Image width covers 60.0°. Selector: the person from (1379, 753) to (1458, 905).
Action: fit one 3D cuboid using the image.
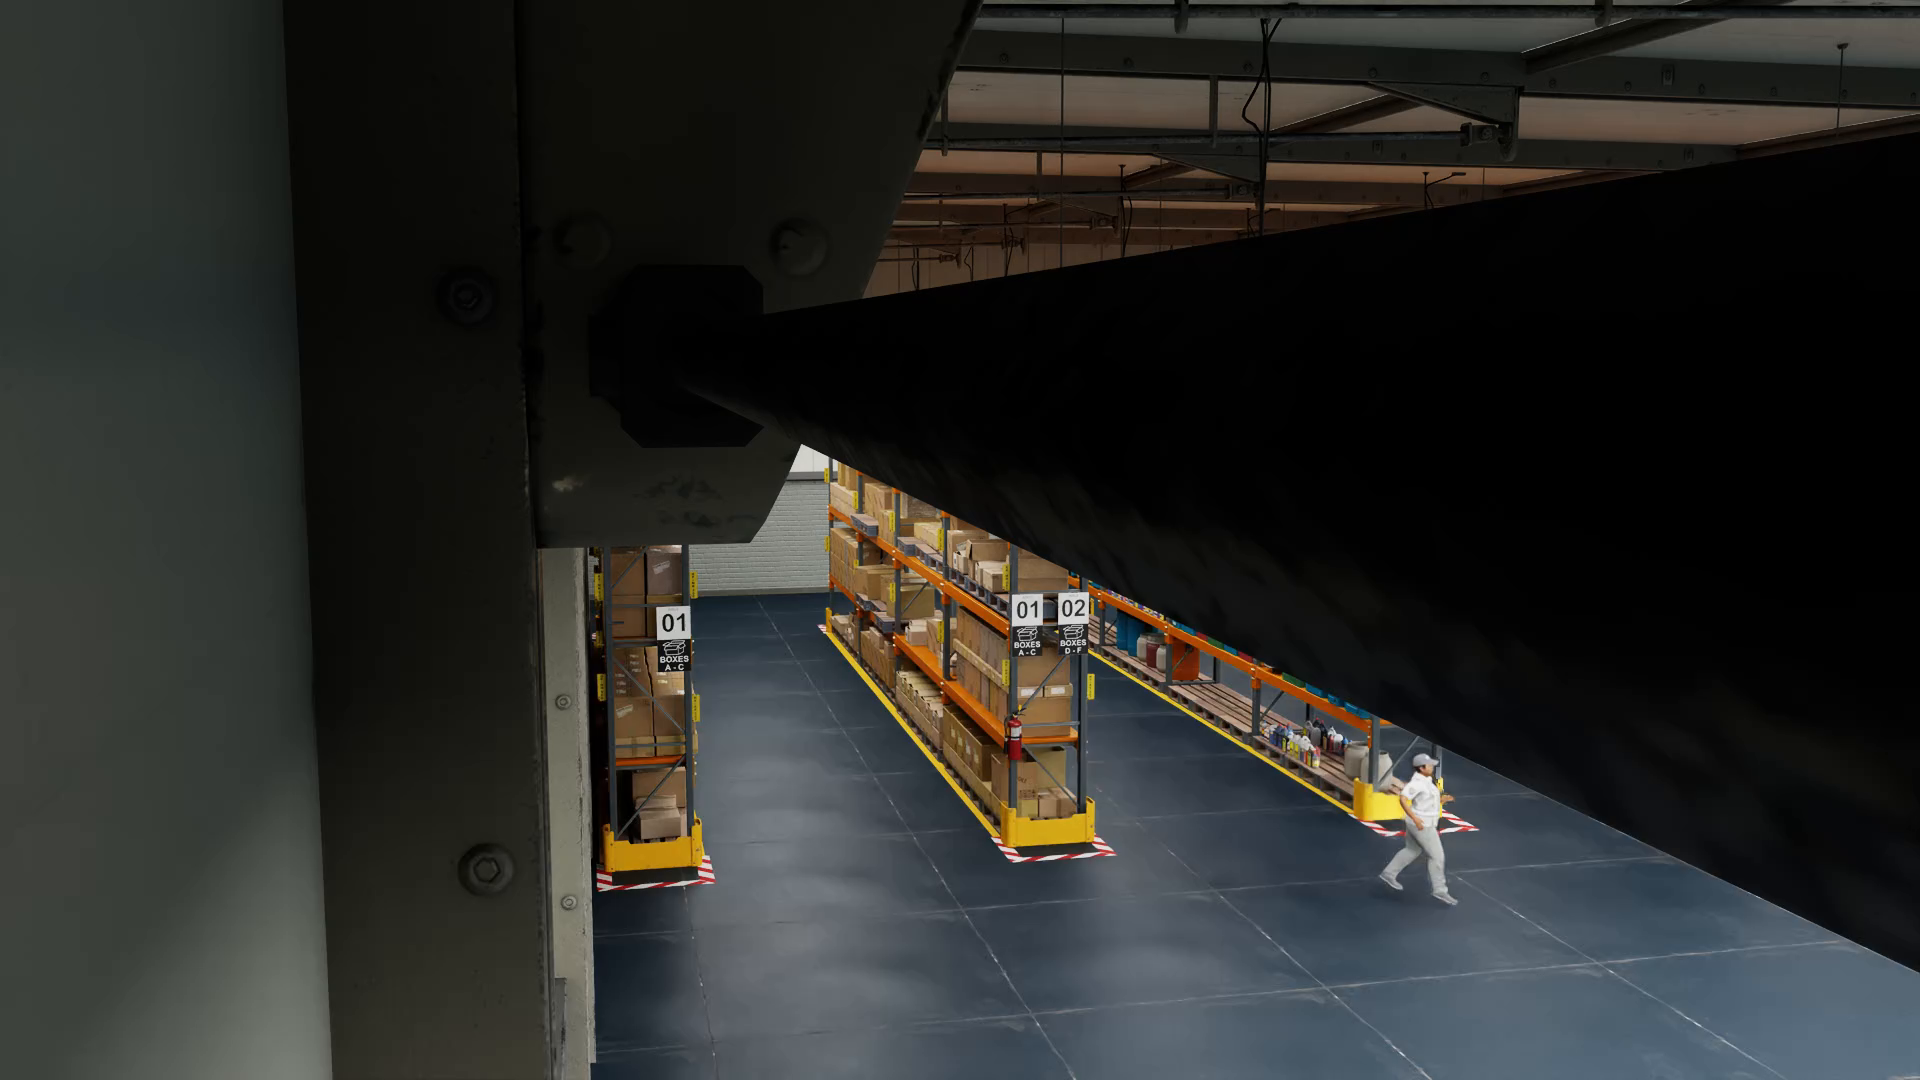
[{"bbox_3d":[5.238,3.258,18.892,0.858,1.696,0.594,2,7,14],"label":"person"}]
